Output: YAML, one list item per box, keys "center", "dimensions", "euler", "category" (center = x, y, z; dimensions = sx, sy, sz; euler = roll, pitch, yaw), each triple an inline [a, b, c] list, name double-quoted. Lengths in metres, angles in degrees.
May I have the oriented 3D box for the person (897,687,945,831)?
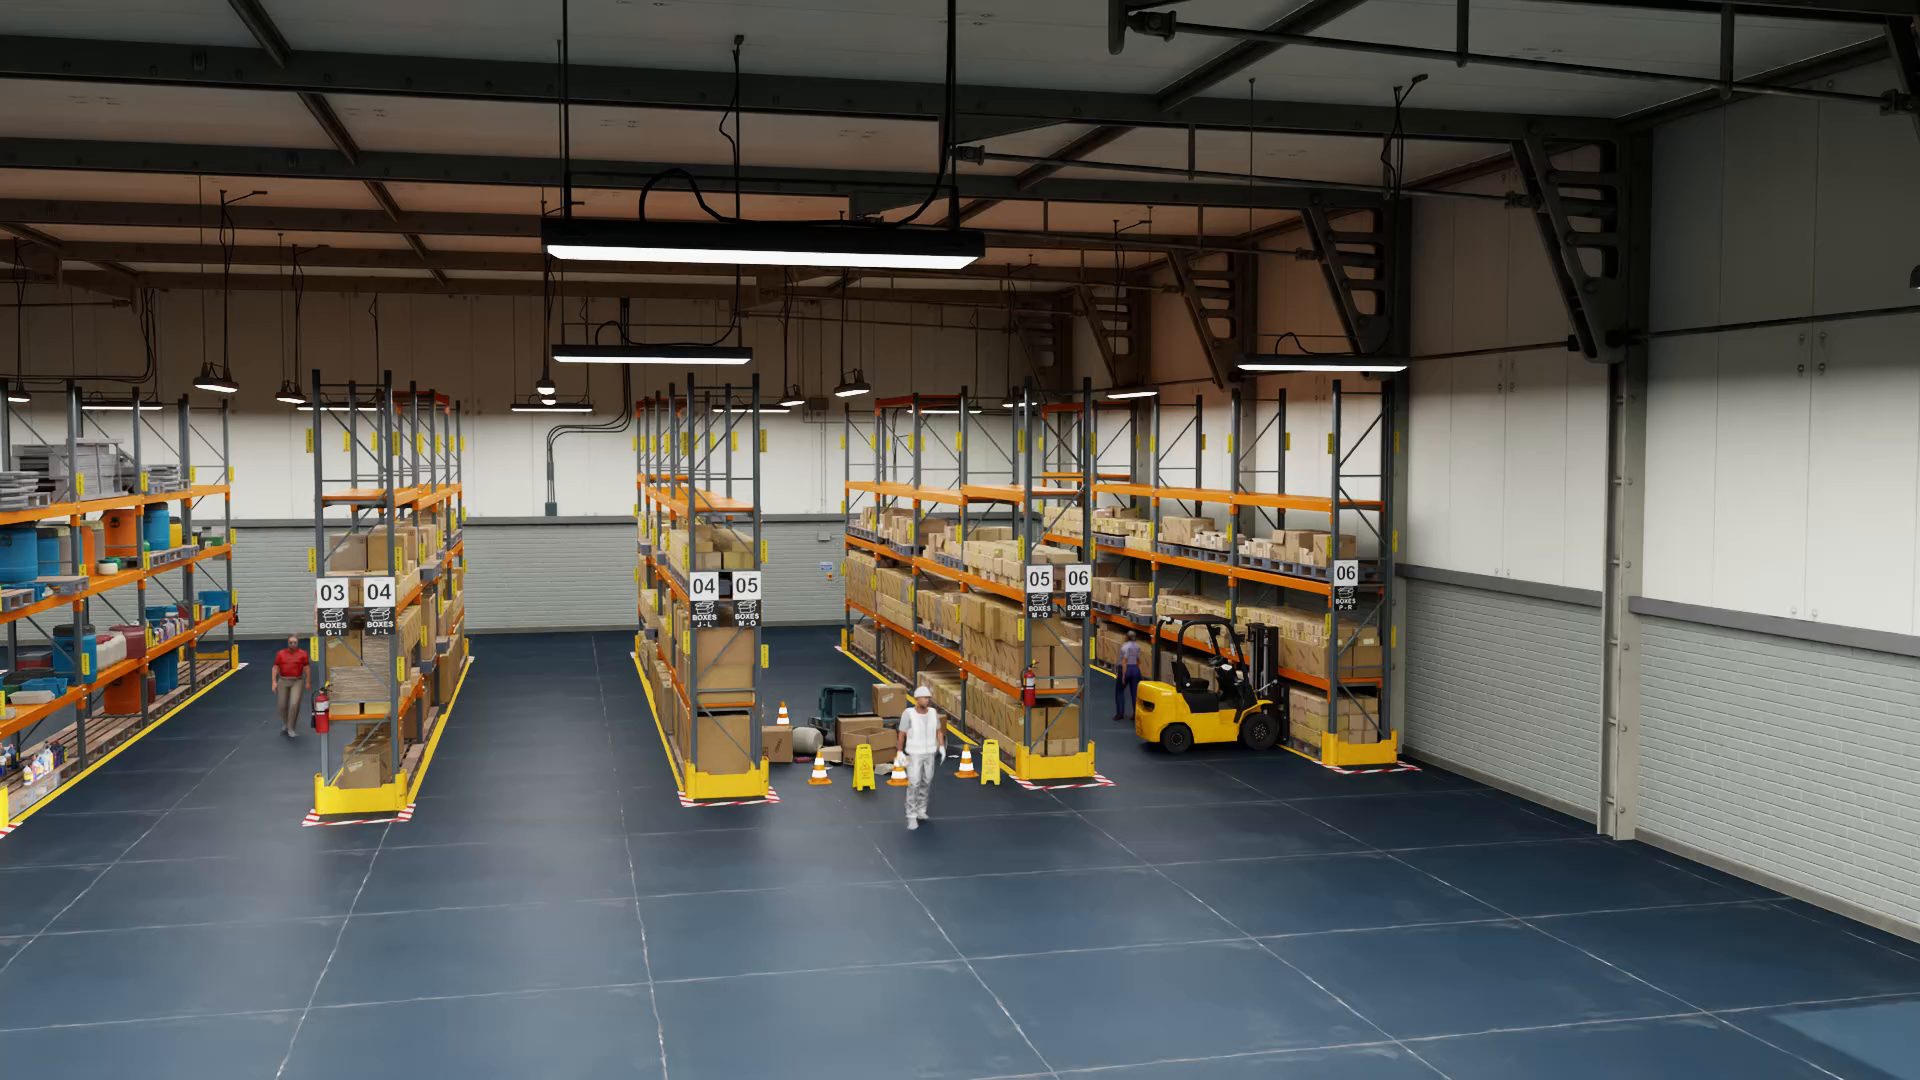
- center: [-0.506, 2.848, 21.904]
  dimensions: [0.646, 1.813, 0.624]
  euler: [-2, 4, -32]
  category: "person"

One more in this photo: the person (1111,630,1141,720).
- center: [3.077, 2.474, 30.091]
  dimensions: [0.501, 1.685, 0.626]
  euler: [-1, 4, -23]
  category: "person"

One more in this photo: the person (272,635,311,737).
- center: [-11.553, 2.519, 28.744]
  dimensions: [0.616, 1.757, 0.682]
  euler: [-1, 3, -18]
  category: "person"
